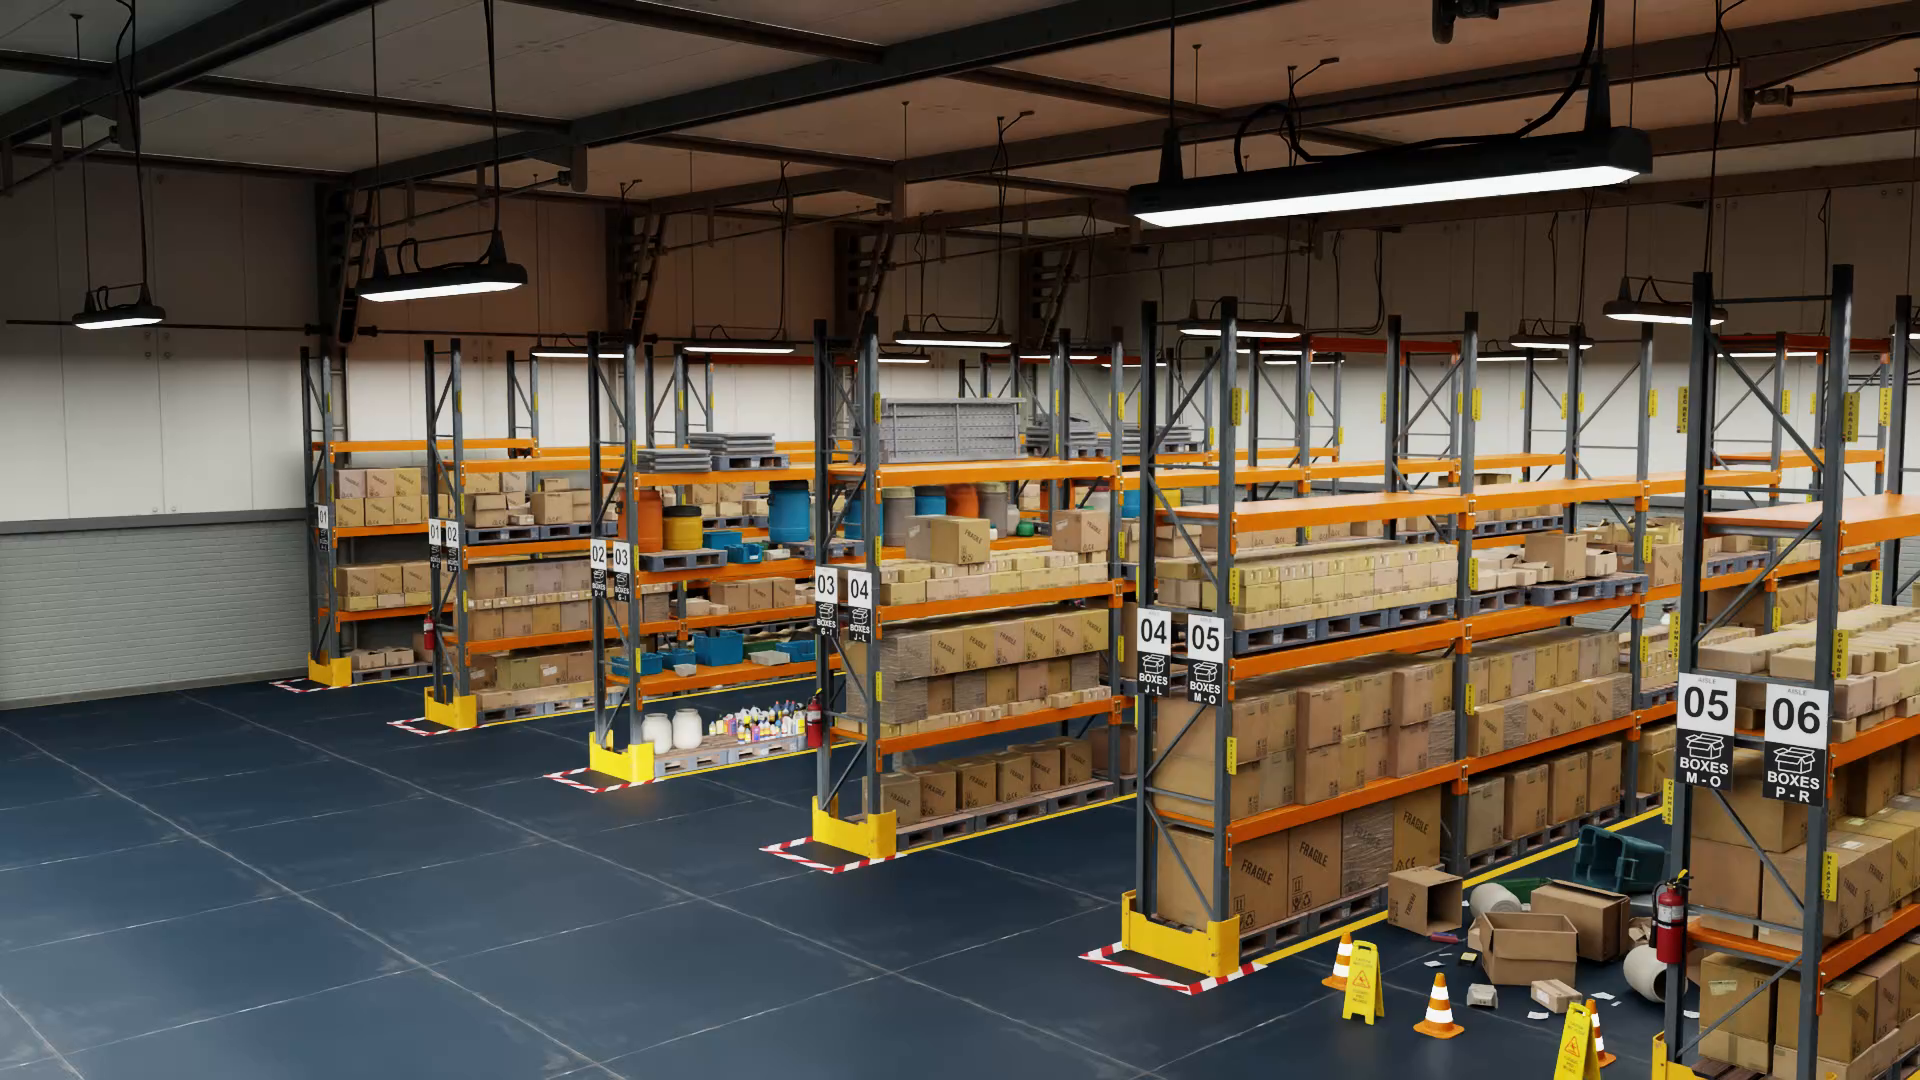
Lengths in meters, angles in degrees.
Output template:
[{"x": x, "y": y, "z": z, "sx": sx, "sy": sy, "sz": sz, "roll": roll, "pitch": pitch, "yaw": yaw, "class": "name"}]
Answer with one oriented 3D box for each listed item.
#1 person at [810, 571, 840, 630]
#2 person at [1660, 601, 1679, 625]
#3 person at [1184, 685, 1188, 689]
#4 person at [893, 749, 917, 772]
[{"x": -2.869, "y": 1.229, "z": 35.577, "sx": 0.725, "sy": 1.618, "sz": 0.604, "roll": -3, "pitch": 6, "yaw": -33, "class": "person"}, {"x": 11.989, "y": 1.844, "z": 28.220, "sx": 0.768, "sy": 1.652, "sz": 0.520, "roll": 4, "pitch": 7, "yaw": 41, "class": "person"}, {"x": 2.833, "y": 2.552, "z": 20.634, "sx": 0.891, "sy": 1.557, "sz": 0.445, "roll": -3, "pitch": 6, "yaw": -32, "class": "person"}, {"x": -0.793, "y": 2.386, "z": 21.670, "sx": 0.594, "sy": 1.816, "sz": 0.642, "roll": -1, "pitch": 5, "yaw": -15, "class": "person"}]
